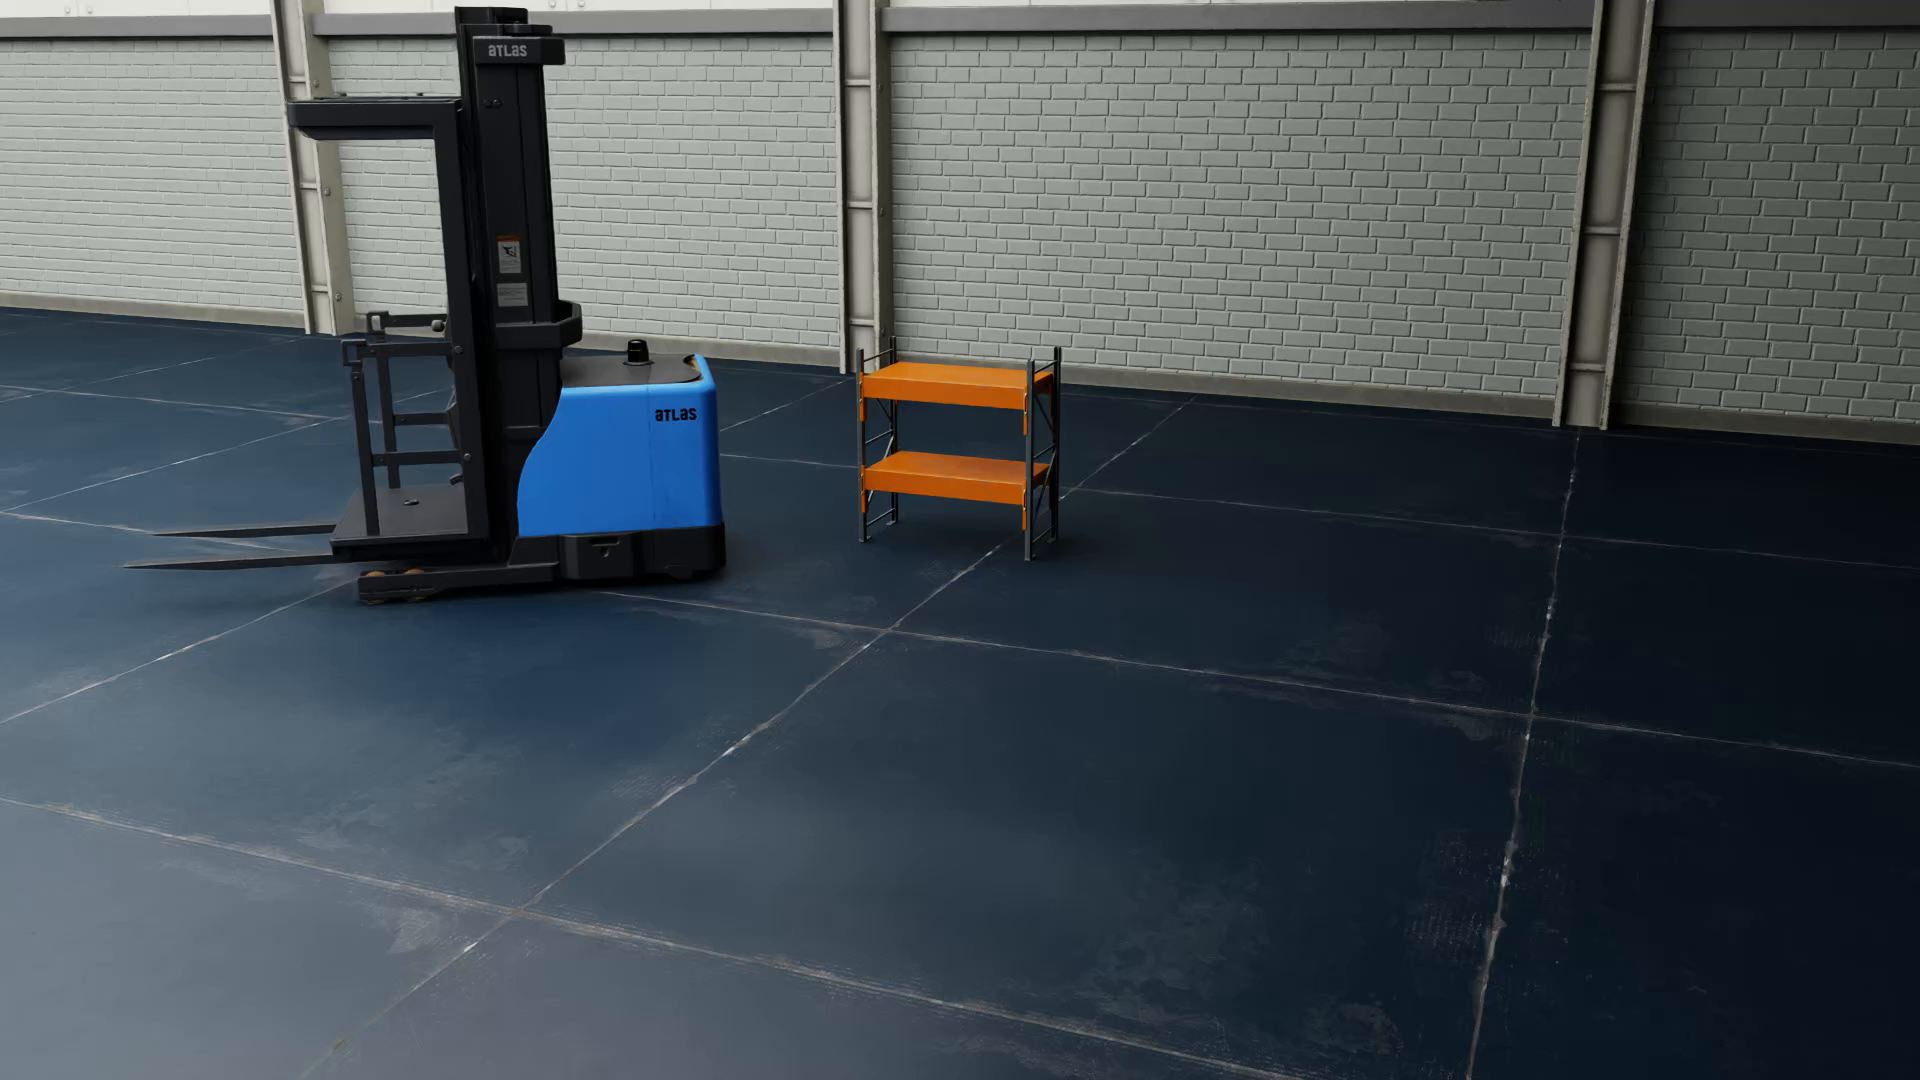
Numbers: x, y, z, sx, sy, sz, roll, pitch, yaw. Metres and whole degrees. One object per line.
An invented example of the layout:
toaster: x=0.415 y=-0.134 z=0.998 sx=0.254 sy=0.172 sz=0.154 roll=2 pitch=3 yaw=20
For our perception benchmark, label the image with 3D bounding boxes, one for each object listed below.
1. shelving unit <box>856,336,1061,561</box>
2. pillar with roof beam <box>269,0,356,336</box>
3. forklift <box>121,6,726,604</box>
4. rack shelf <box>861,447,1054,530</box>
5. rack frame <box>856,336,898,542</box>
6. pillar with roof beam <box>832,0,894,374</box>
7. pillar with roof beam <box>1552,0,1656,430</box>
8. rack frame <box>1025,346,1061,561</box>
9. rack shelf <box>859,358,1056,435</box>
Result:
shelving unit: x=-0.006 y=-0.541 z=9.519 sx=1.048 sy=1.125 sz=0.538 roll=6 pitch=17 yaw=21
pillar with roof beam: x=-7.990 y=-5.322 z=11.864 sx=0.400 sy=9.000 sz=9.100 roll=6 pitch=17 yaw=21
forklift: x=-2.833 y=-1.239 z=8.683 sx=3.031 sy=2.935 sz=1.130 roll=-3 pitch=17 yaw=-12
rack shelf: x=-0.006 y=-0.306 z=9.587 sx=1.000 sy=0.278 sz=0.538 roll=6 pitch=17 yaw=21
rack frame: x=-0.479 y=-0.593 z=9.698 sx=0.032 sy=1.125 sz=0.500 roll=6 pitch=17 yaw=21
pillar with roof beam: x=-2.408 y=-4.708 z=9.749 sx=0.400 sy=9.000 sz=9.100 roll=6 pitch=17 yaw=21
pillar with roof beam: x=3.173 y=-4.094 z=7.635 sx=0.400 sy=9.000 sz=9.100 roll=6 pitch=17 yaw=21
rack frame: x=0.467 y=-0.489 z=9.340 sx=0.032 sy=1.125 sz=0.500 roll=6 pitch=17 yaw=21
rack shelf: x=-0.006 y=-0.822 z=9.438 sx=1.000 sy=0.278 sz=0.538 roll=6 pitch=17 yaw=21
